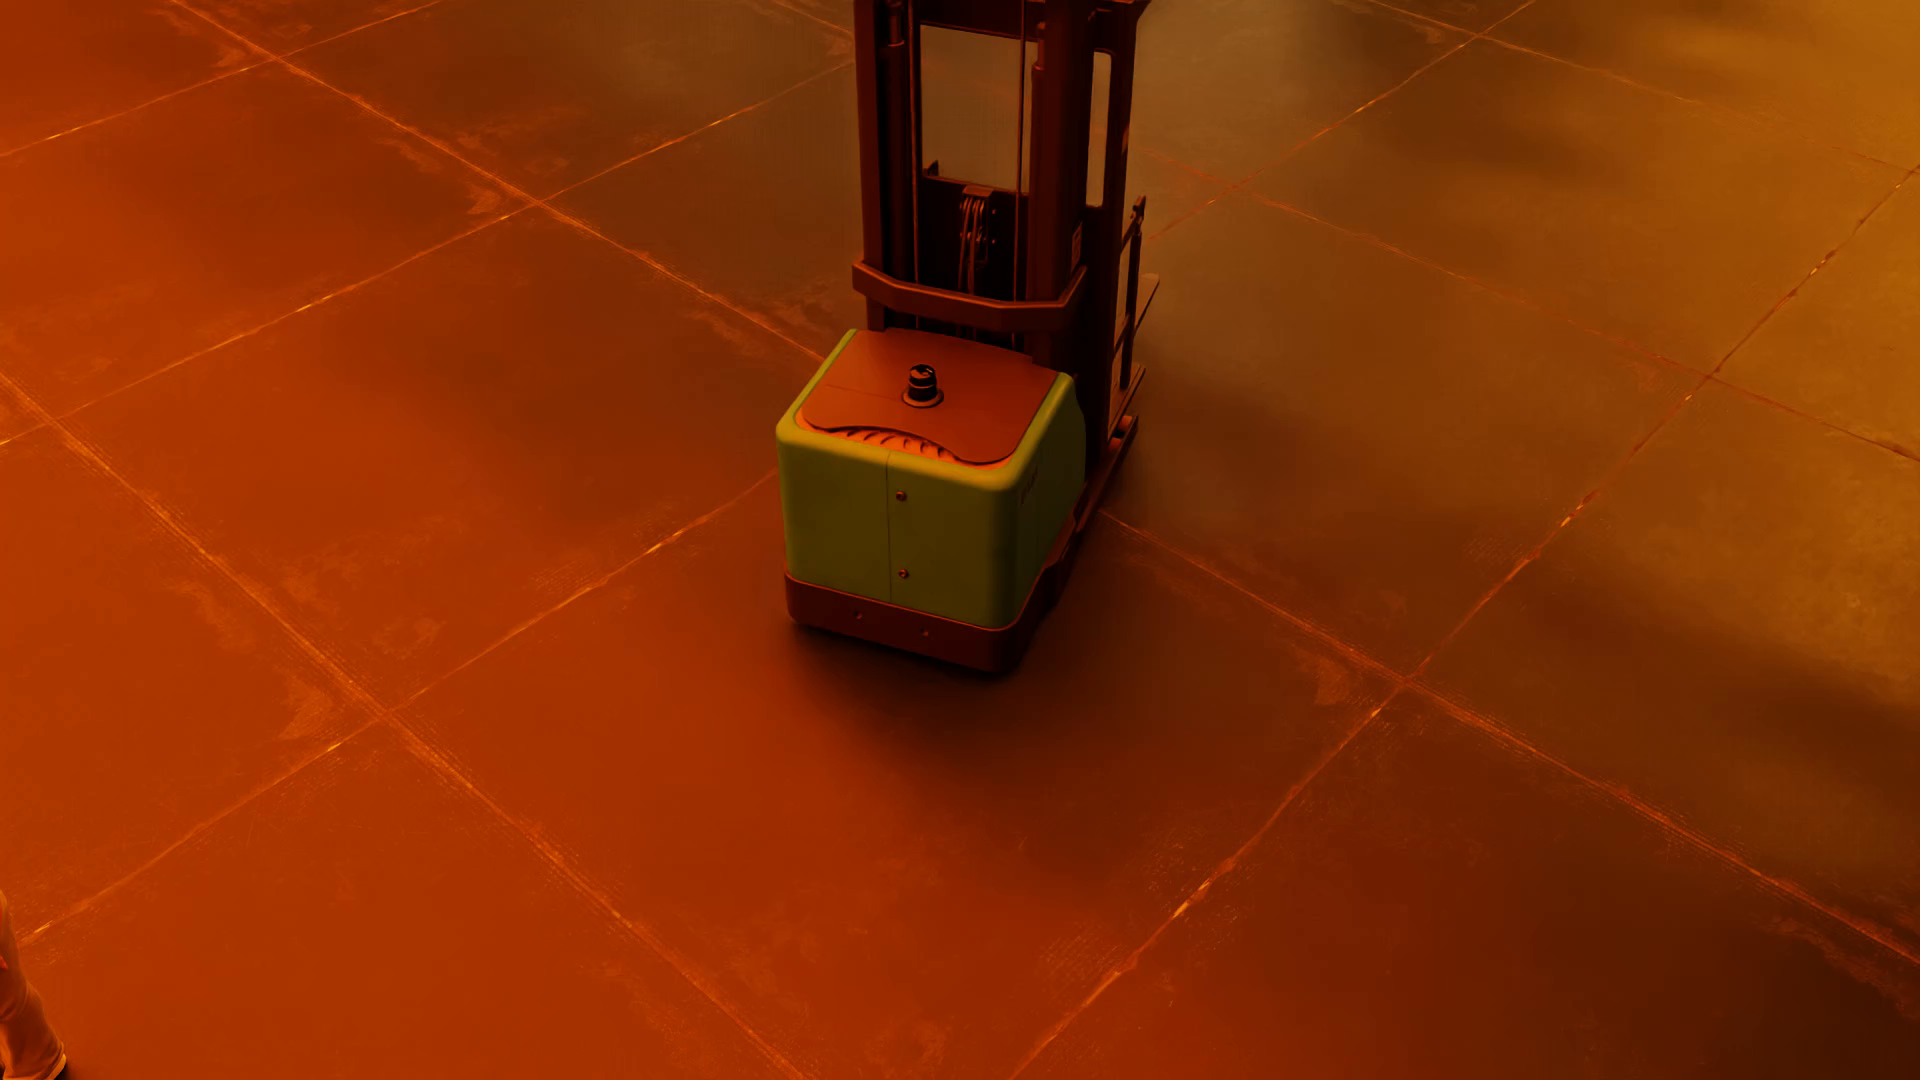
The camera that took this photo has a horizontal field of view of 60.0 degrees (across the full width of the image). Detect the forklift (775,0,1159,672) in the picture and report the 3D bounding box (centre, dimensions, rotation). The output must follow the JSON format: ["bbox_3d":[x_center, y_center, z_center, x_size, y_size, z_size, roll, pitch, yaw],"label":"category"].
[{"bbox_3d":[0.237,-1.530,7.212,1.130,2.935,3.031,14,42,15],"label":"forklift"}]

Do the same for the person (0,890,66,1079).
[{"bbox_3d":[-3.101,1.188,4.996,0.550,1.676,0.550,18,44,20],"label":"person"}]
